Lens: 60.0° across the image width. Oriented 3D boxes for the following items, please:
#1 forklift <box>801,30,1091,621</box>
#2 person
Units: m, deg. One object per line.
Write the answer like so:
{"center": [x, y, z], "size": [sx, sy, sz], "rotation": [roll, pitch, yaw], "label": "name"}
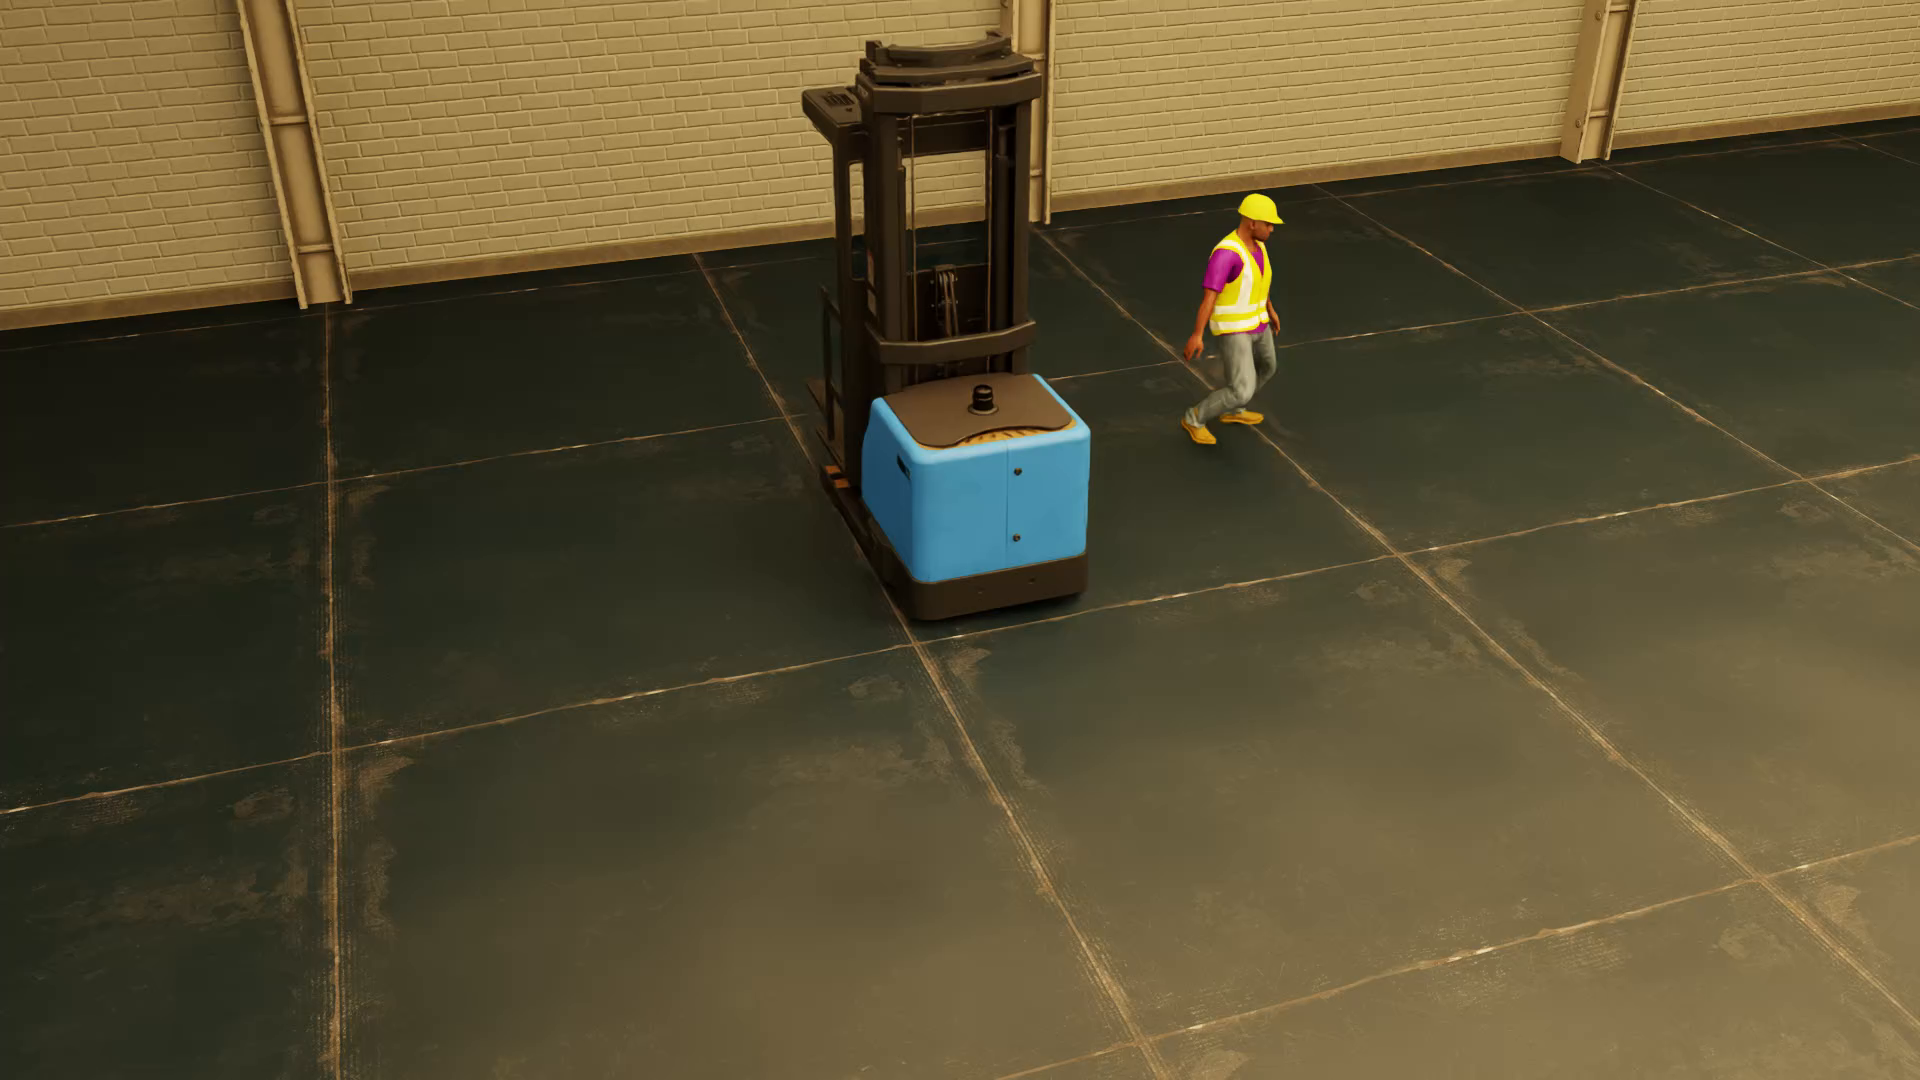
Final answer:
{"center": [-0.251, -1.549, 9.780], "size": [1.130, 2.935, 3.031], "rotation": [-10, 31, -17], "label": "forklift"}
{"center": [1.801, -1.403, 10.794], "size": [0.493, 1.679, 0.947], "rotation": [21, 36, 32], "label": "person"}
